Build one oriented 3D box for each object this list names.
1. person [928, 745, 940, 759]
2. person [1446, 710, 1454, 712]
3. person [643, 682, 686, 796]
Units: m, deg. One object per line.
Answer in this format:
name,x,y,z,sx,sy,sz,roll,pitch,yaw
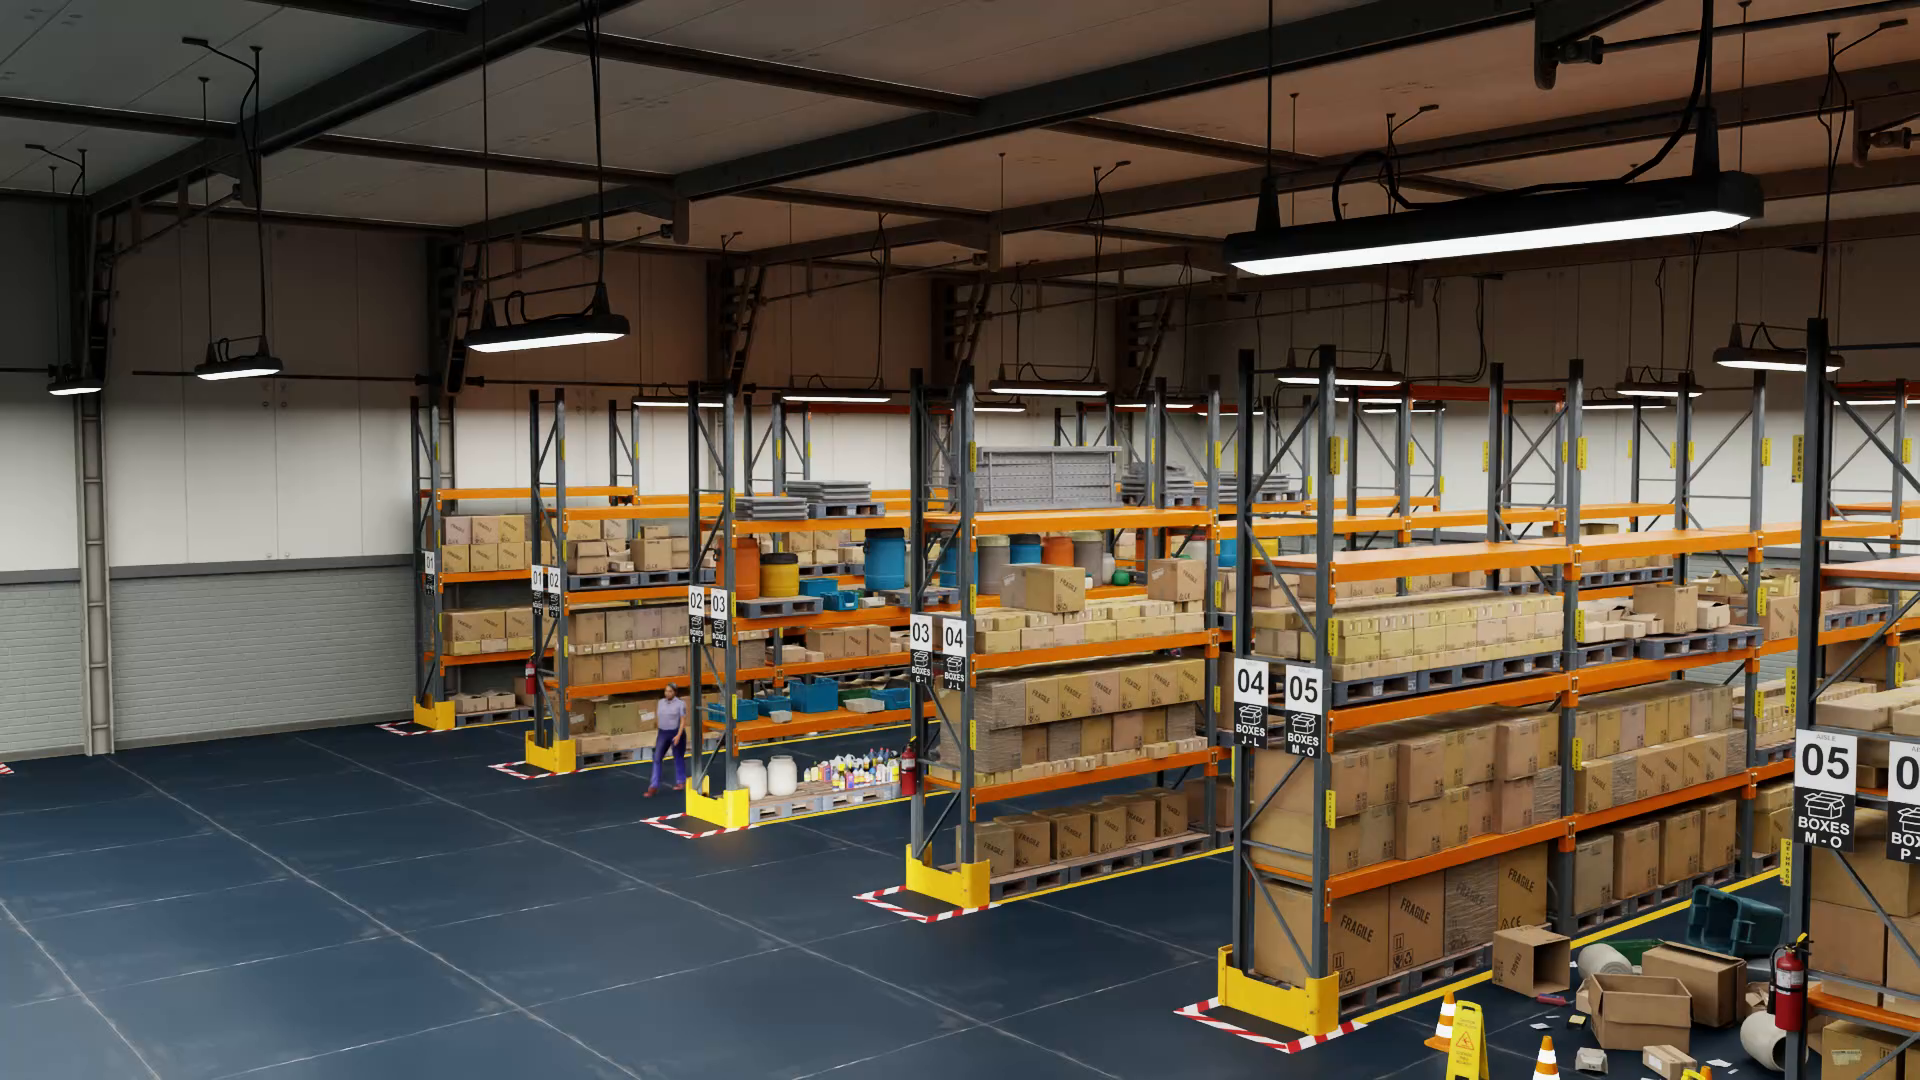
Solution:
person,-0.092,2.725,26.880,1.068,1.664,0.586,0,3,-7
person,6.442,2.994,21.810,0.608,1.776,0.619,-2,4,-33
person,-4.286,2.900,24.407,0.540,1.615,0.836,0,3,7
